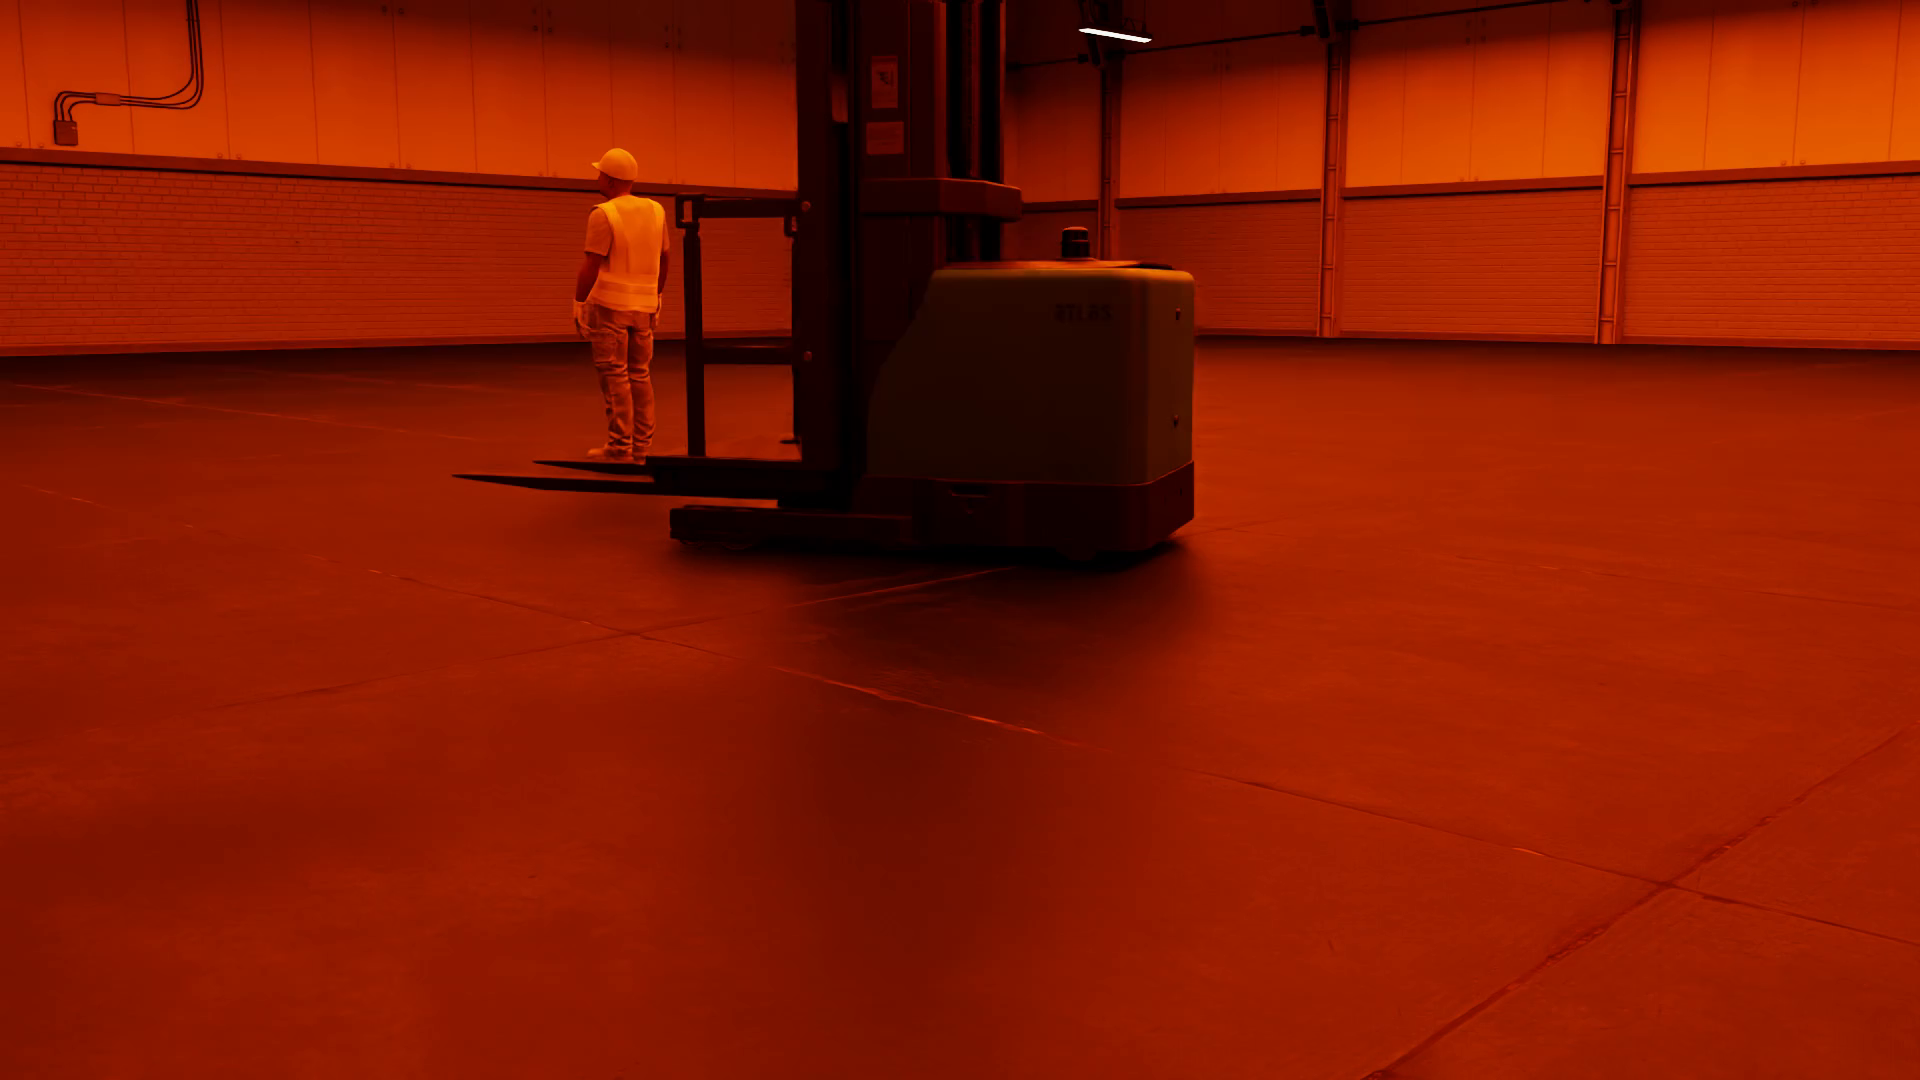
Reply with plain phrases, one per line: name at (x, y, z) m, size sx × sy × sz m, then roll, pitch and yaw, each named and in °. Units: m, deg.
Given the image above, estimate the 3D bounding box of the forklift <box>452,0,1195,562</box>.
forklift at (-0.616, -1.478, 6.691) m, size 3.031 × 2.935 × 1.130 m, roll 3°, pitch 9°, yaw 19°

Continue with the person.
person at (-2.008, -1.345, 9.620) m, size 0.573 × 1.783 × 0.655 m, roll 6°, pitch 11°, yaw 36°
